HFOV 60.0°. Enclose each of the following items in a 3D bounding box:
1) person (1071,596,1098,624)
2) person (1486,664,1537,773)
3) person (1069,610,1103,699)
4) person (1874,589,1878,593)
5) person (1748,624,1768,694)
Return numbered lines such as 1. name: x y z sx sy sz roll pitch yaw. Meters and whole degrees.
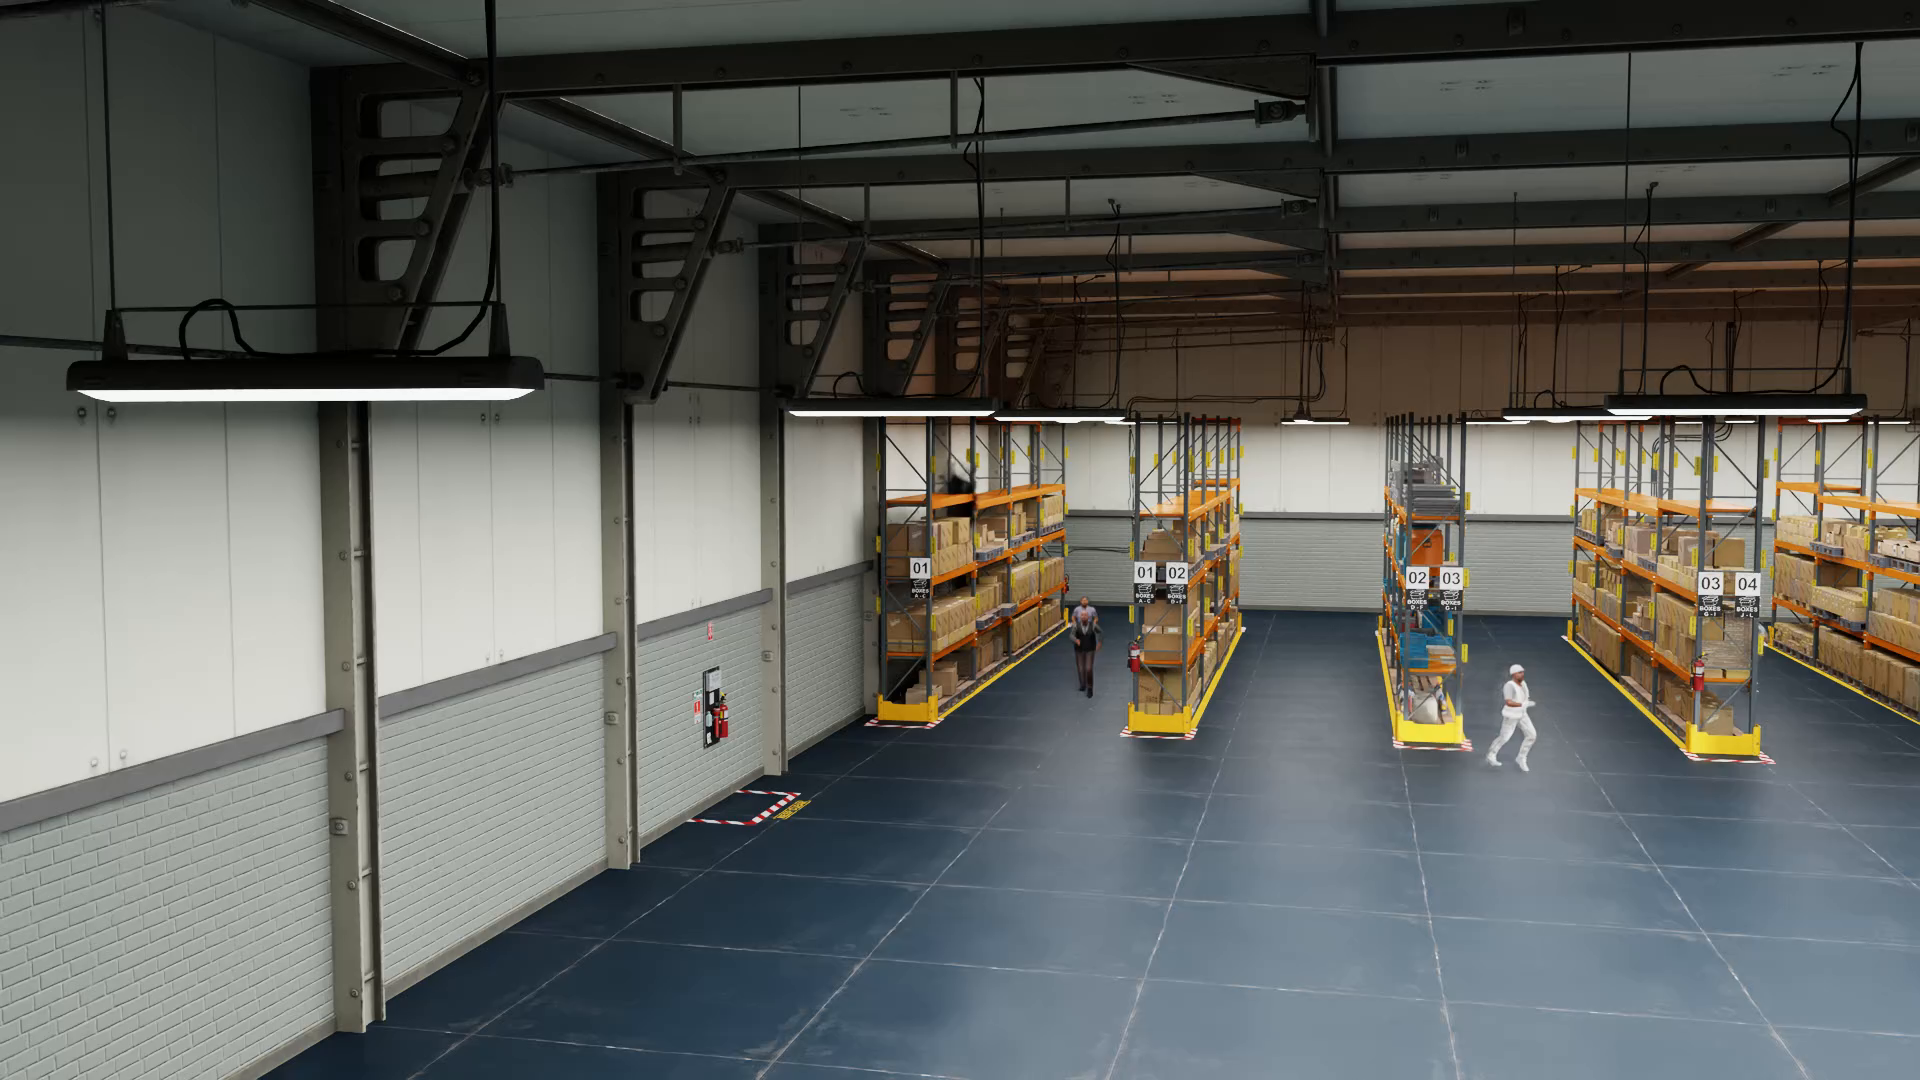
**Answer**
1. person: 2.885 2.154 38.739 0.599 1.536 0.547 1 4 8
2. person: 9.244 2.959 27.701 0.694 1.807 0.901 -3 5 -36
3. person: 2.551 2.355 33.813 0.671 1.706 0.733 1 4 11
4. person: 22.698 2.066 41.120 0.630 1.760 0.676 1 4 14
5. person: 17.038 2.398 35.832 0.665 1.760 0.939 1 4 8
